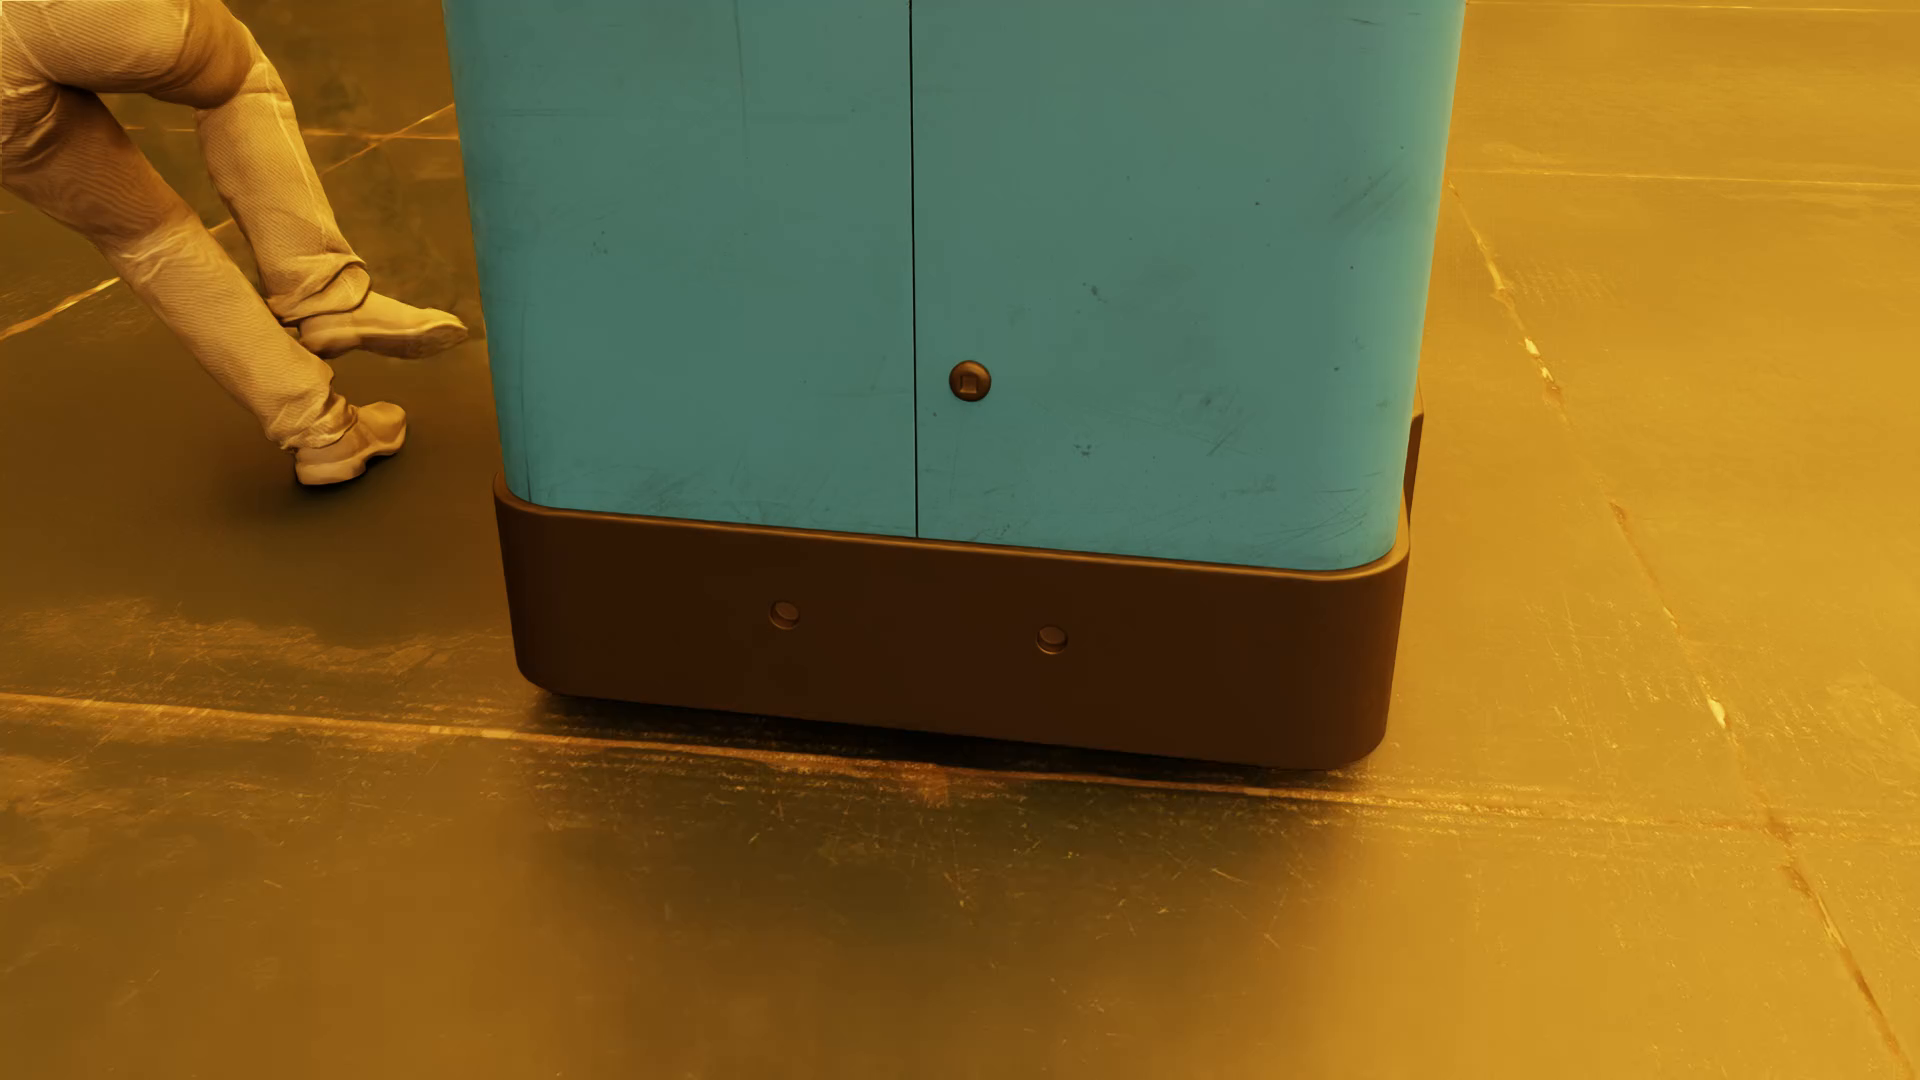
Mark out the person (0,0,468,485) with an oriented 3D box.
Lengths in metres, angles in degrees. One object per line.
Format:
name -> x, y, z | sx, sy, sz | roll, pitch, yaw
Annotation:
person -> -1.317, -0.870, 2.541 | 0.933, 1.542, 0.885 | -8, 28, -15

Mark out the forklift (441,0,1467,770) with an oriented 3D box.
forklift -> 0.229, -1.693, 2.610 | 1.130, 2.935, 3.031 | 5, 27, 9
